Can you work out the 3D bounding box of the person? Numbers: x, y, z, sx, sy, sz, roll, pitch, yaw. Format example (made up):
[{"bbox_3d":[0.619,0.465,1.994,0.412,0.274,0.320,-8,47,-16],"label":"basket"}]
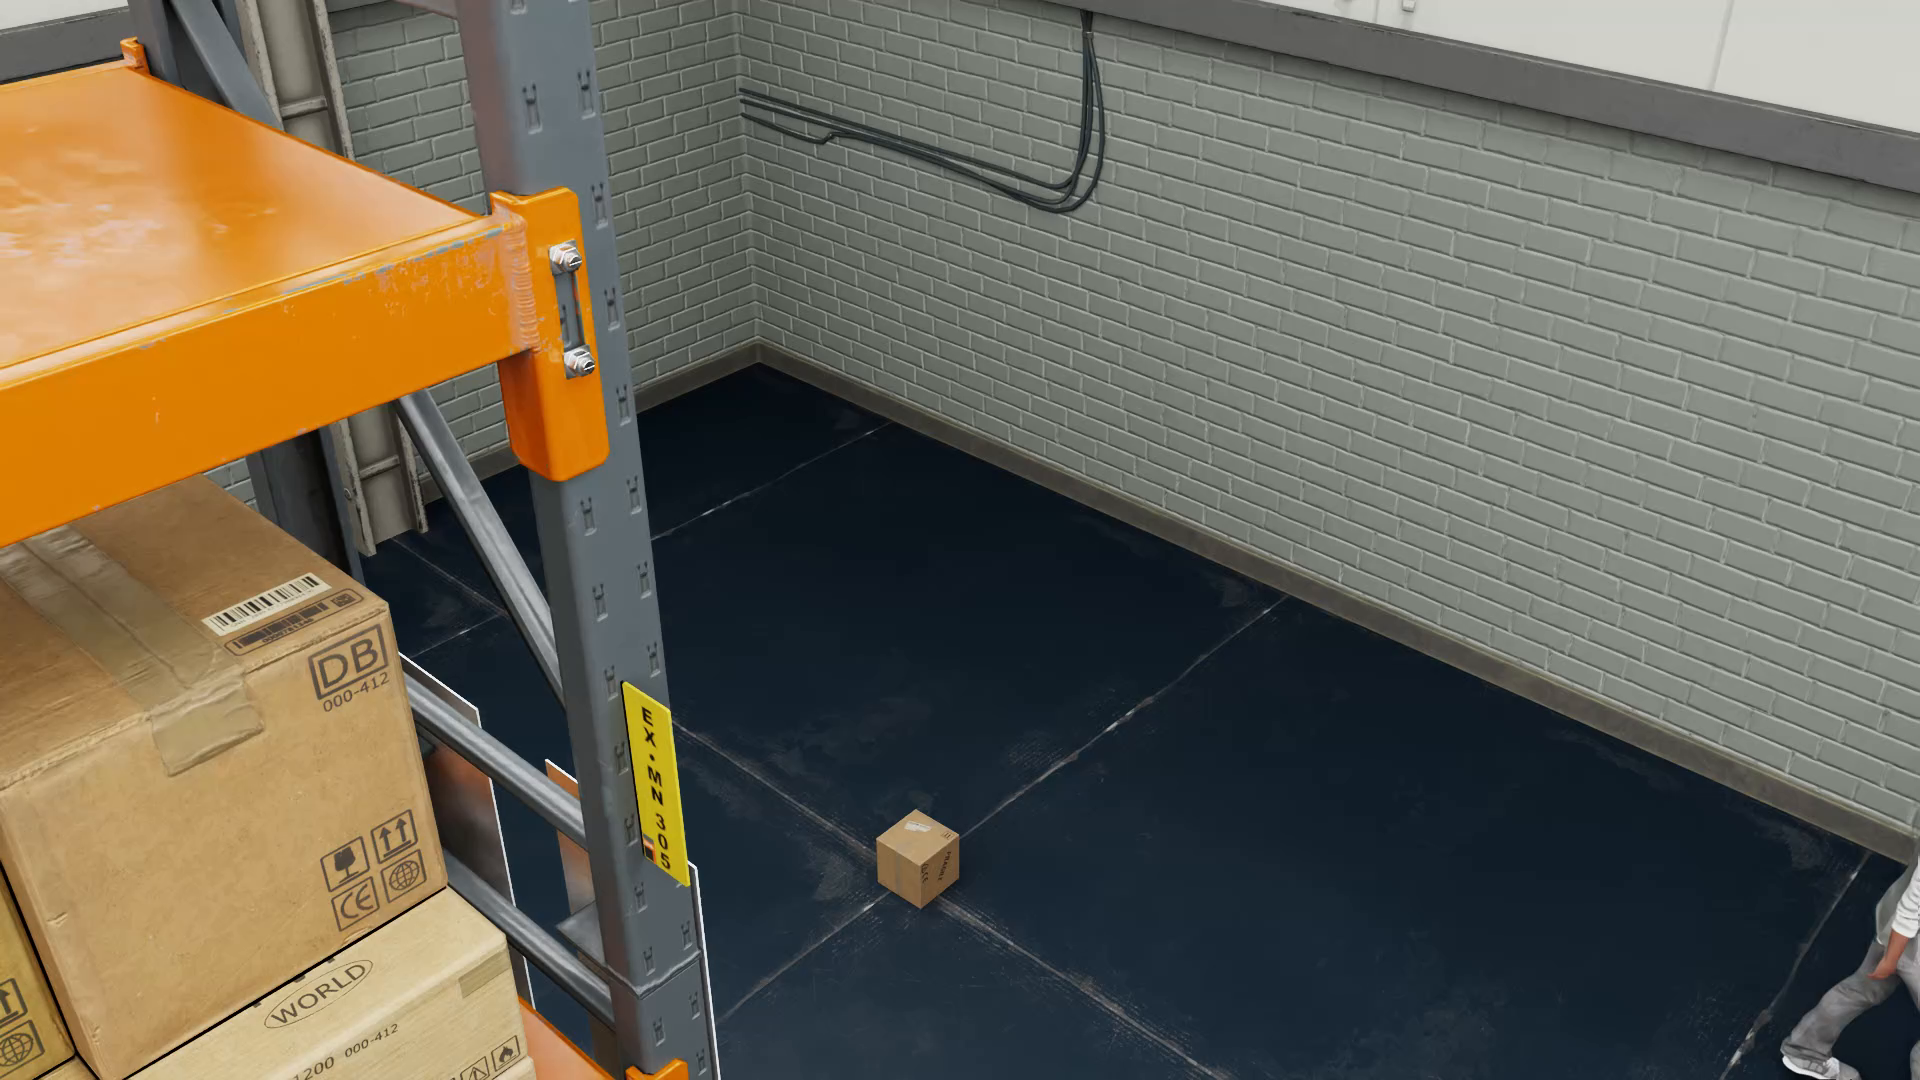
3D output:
[{"bbox_3d":[3.367,1.404,5.729,0.675,1.629,0.415,15,35,22],"label":"person"}]
